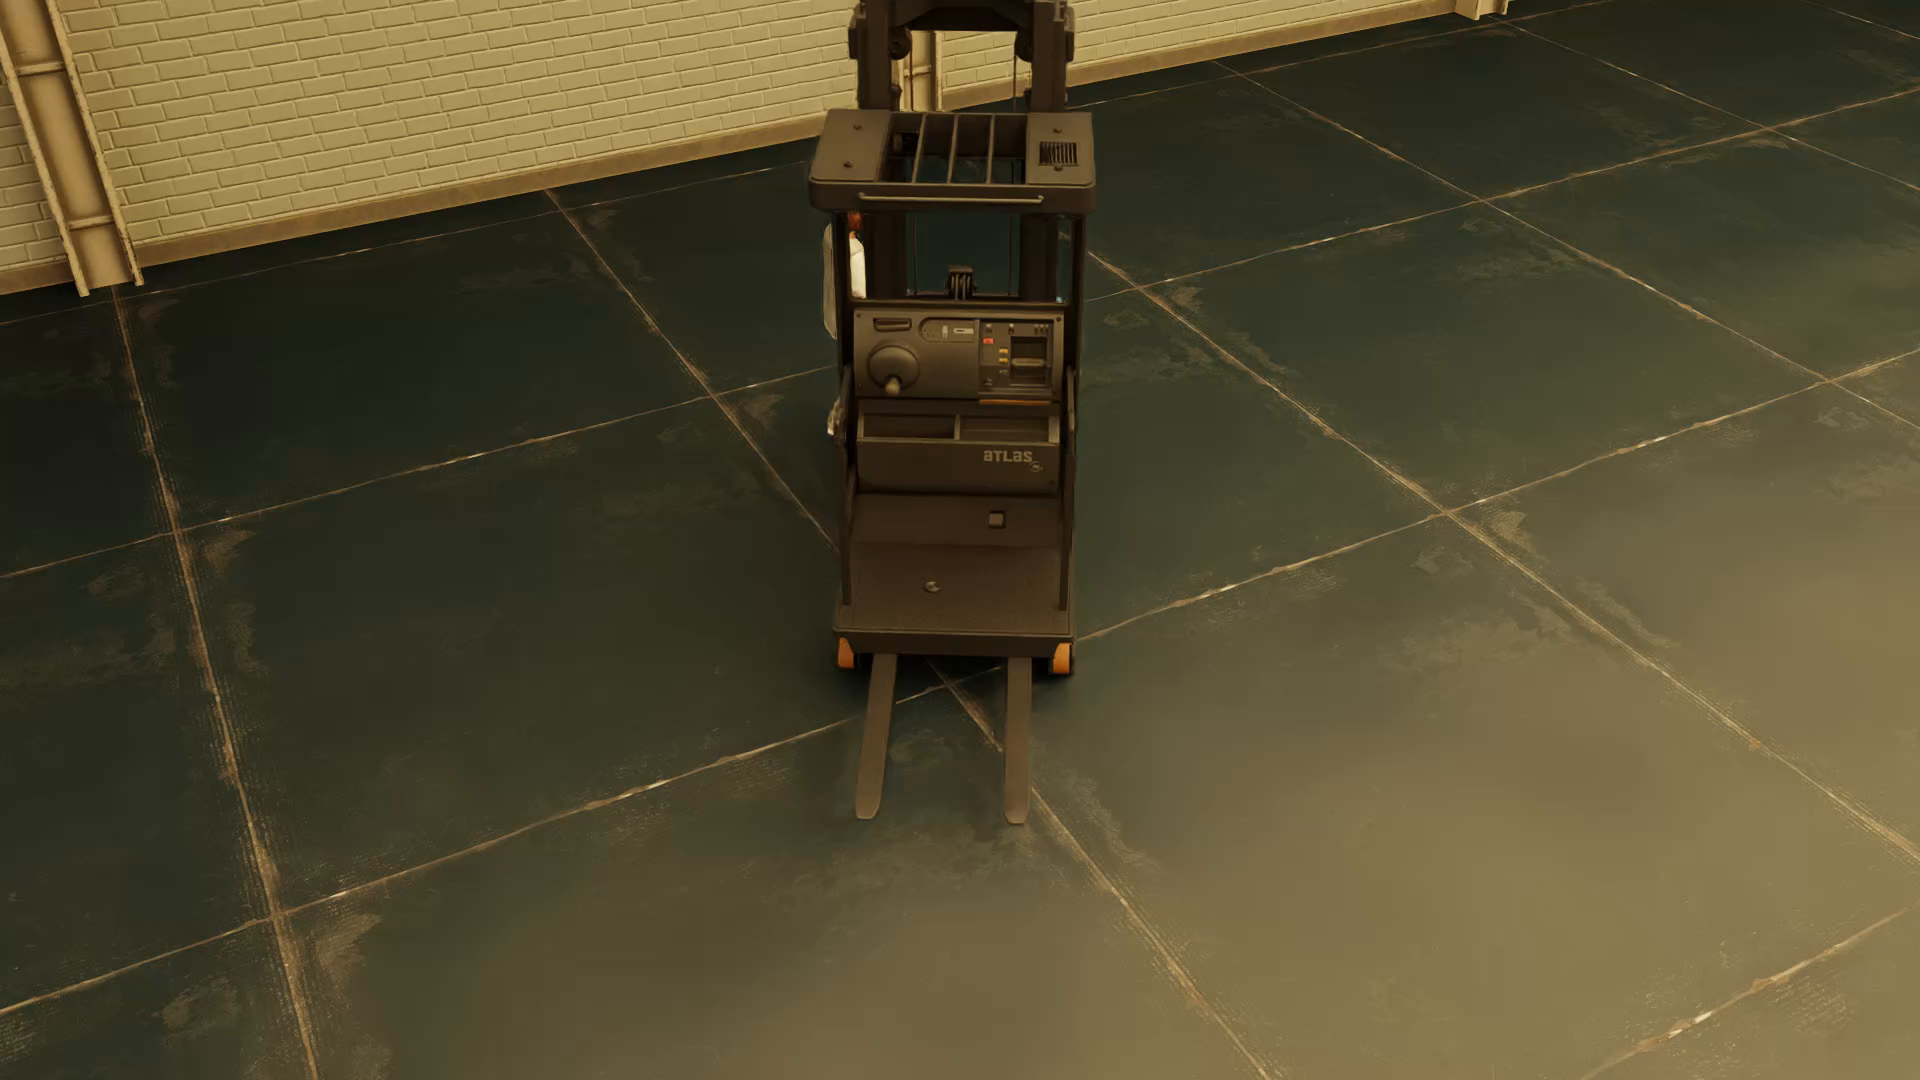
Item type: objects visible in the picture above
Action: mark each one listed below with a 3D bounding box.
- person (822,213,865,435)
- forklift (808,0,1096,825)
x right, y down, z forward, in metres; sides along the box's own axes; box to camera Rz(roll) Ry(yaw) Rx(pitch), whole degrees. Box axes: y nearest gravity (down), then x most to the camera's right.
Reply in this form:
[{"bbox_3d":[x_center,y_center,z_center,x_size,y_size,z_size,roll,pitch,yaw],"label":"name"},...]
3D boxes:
[{"bbox_3d":[-0.518,-1.185,9.005,0.430,1.529,0.610,-10,37,-14],"label":"person"},{"bbox_3d":[-0.014,-0.759,7.196,1.130,2.935,3.031,1,35,2],"label":"forklift"}]
